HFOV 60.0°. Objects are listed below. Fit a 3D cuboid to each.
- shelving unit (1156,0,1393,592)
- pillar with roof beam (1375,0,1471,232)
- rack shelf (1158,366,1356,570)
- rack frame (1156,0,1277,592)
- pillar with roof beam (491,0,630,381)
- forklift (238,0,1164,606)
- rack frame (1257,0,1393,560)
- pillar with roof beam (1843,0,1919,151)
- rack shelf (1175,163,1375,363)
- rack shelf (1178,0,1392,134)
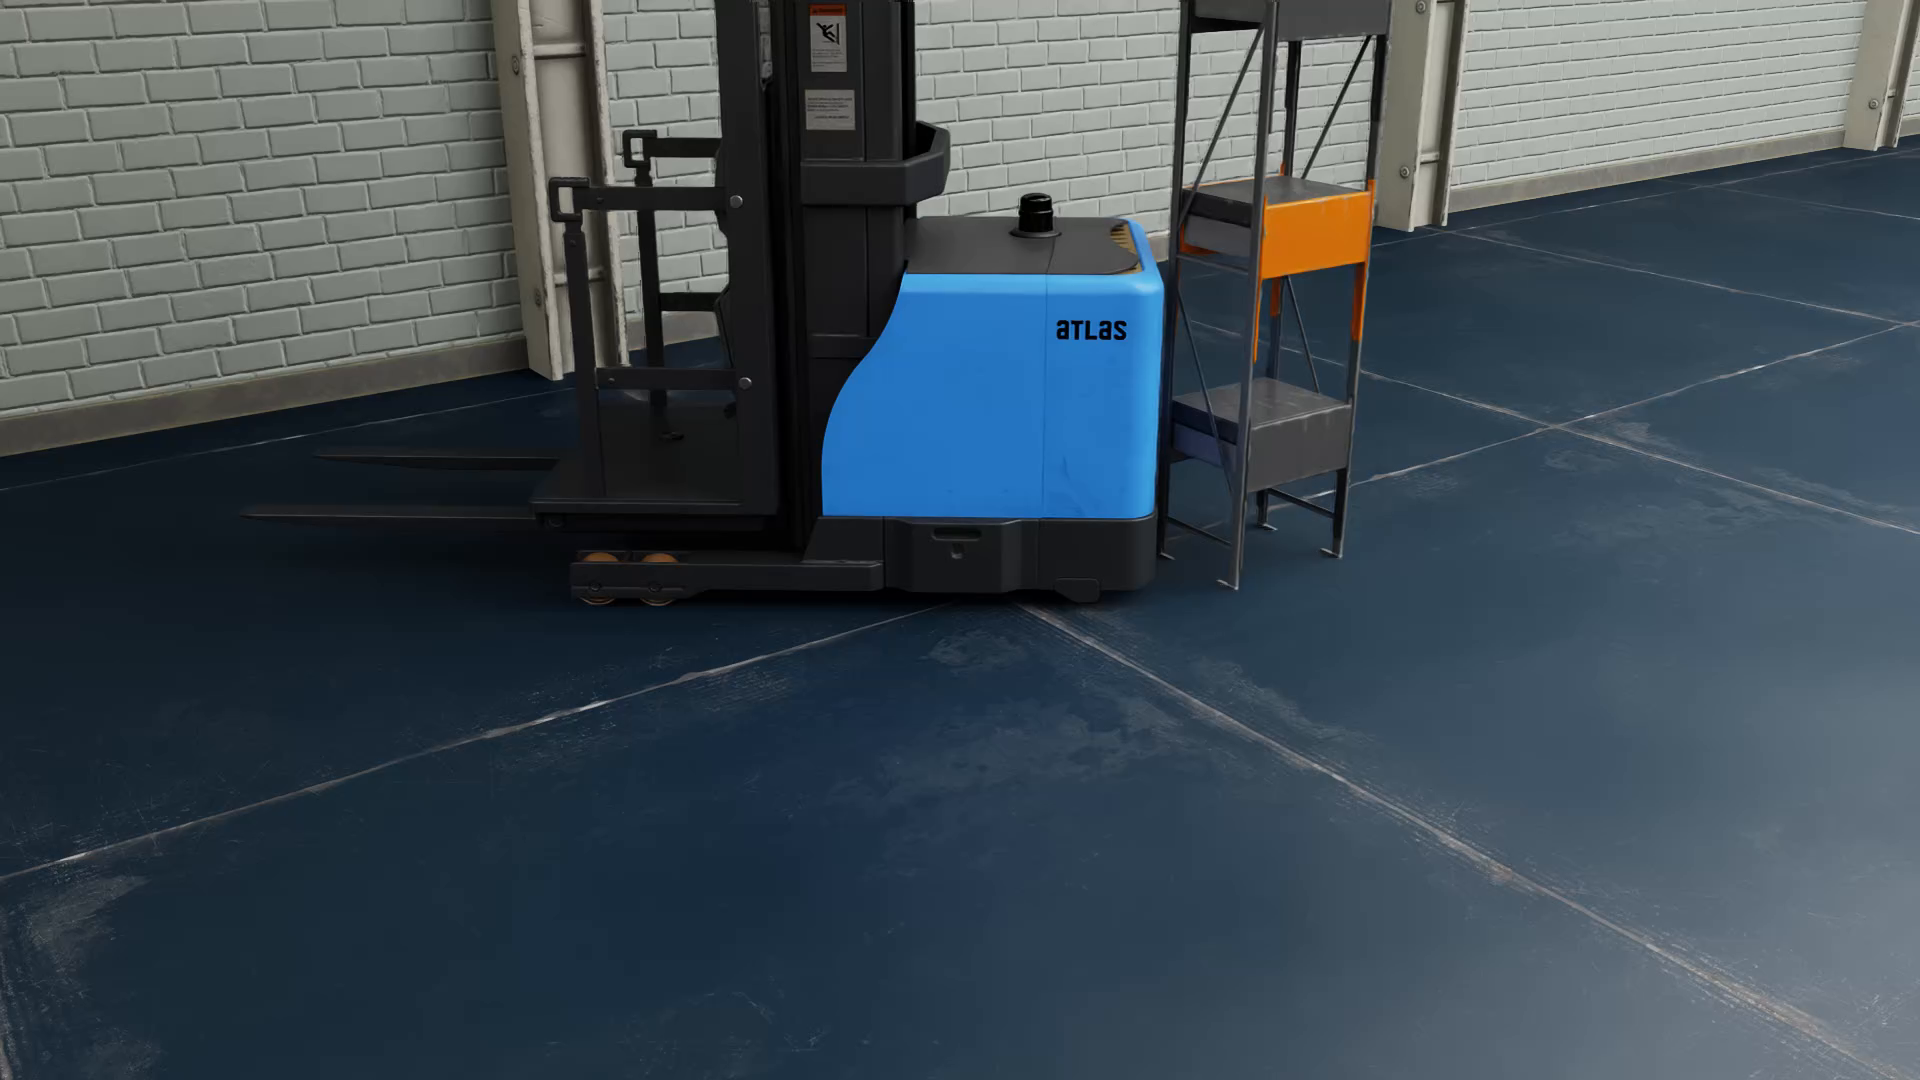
[{"bbox_3d":[0.996,-0.918,5.364,0.503,2.100,0.431,-14,26,-32],"label":"shelving unit"},{"bbox_3d":[5.554,-5.014,6.320,0.400,9.000,9.100,-15,26,-33],"label":"pillar with roof beam"},{"bbox_3d":[0.996,-0.255,5.628,0.480,0.518,0.431,-14,26,-32],"label":"rack shelf"},{"bbox_3d":[0.796,-0.867,5.235,0.015,2.100,0.400,-14,26,-32],"label":"rack frame"},{"bbox_3d":[0.683,-3.716,3.066,0.400,9.000,9.100,-15,26,-33],"label":"pillar with roof beam"},{"bbox_3d":[-0.870,-1.343,5.308,3.031,2.935,1.130,1,22,2],"label":"forklift"},{"bbox_3d":[1.197,-0.970,5.493,0.015,2.100,0.400,-14,26,-32],"label":"rack frame"},{"bbox_3d":[10.424,-6.313,9.575,0.400,9.000,9.100,-15,26,-33],"label":"pillar with roof beam"},{"bbox_3d":[0.996,-0.905,5.369,0.480,0.518,0.431,-14,26,-32],"label":"rack shelf"},{"bbox_3d":[0.996,-1.556,5.110,0.480,0.518,0.431,-14,26,-32],"label":"rack shelf"}]
